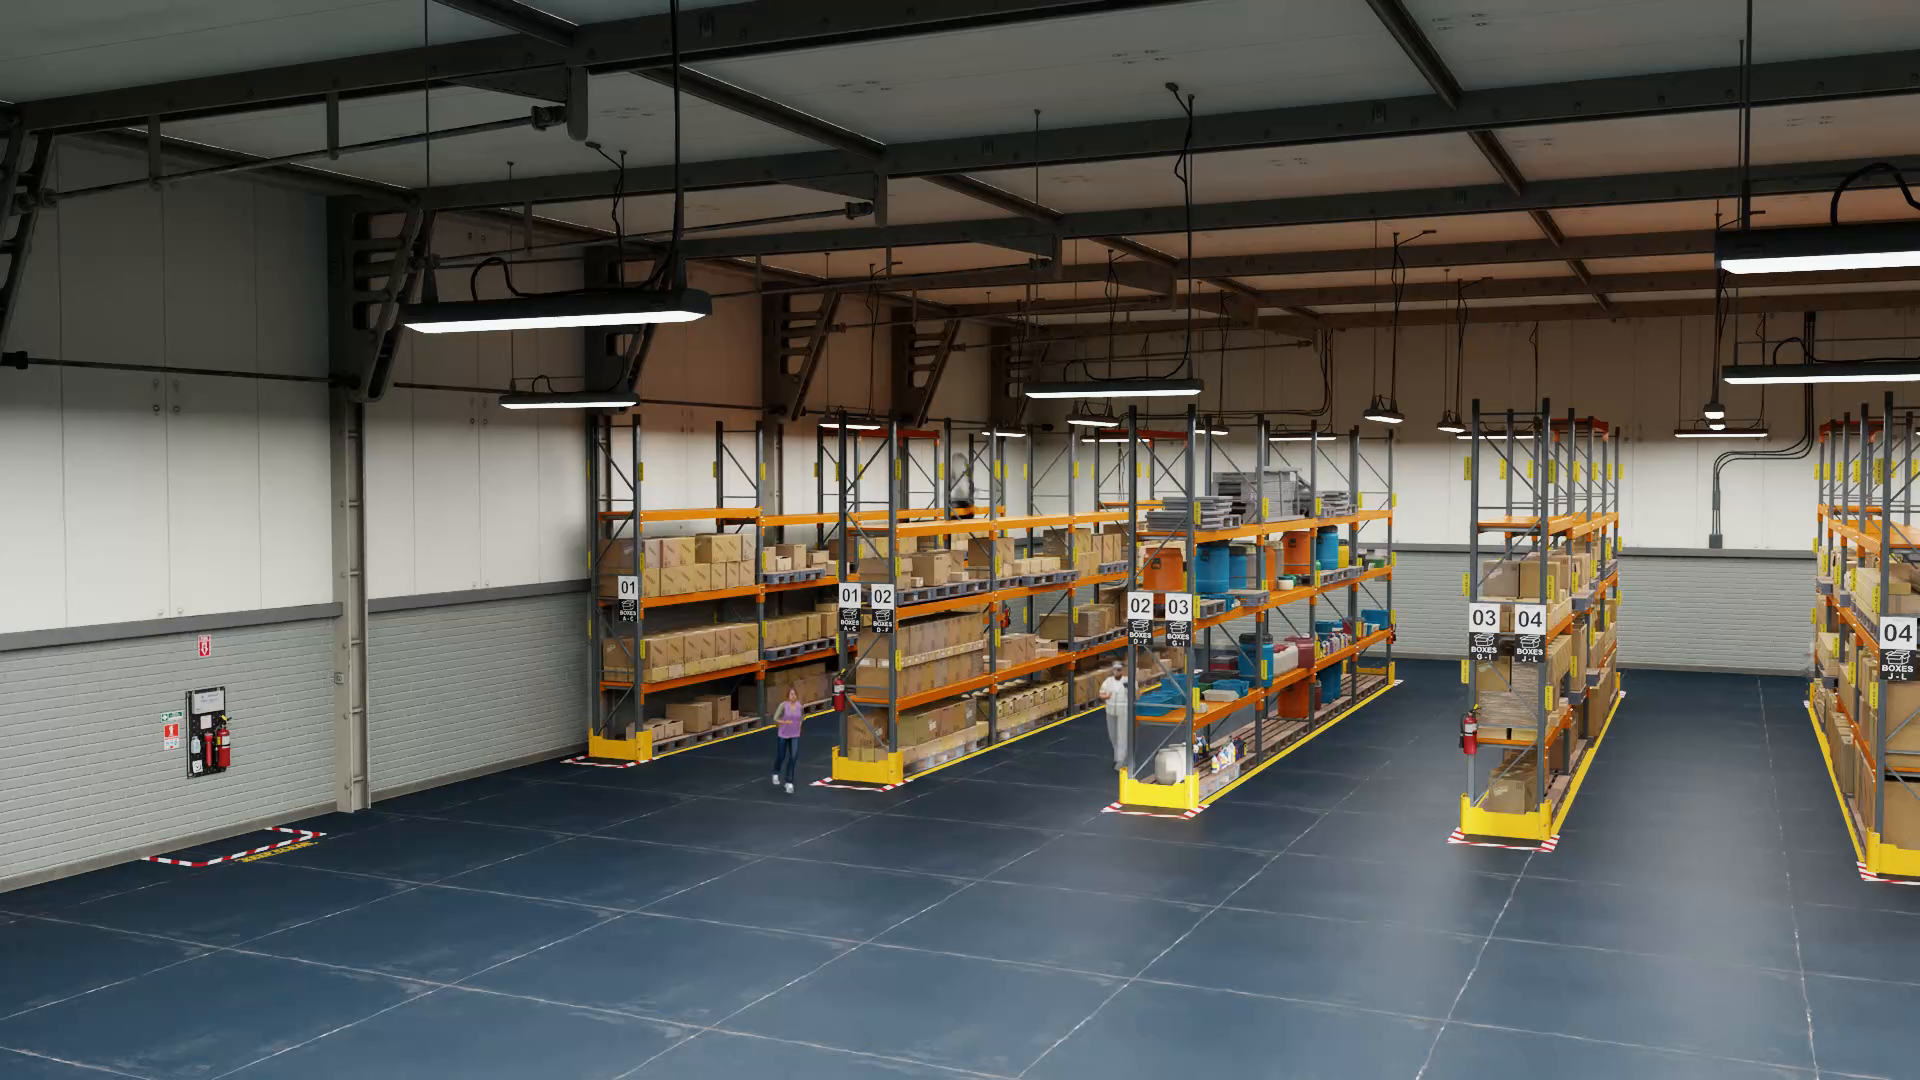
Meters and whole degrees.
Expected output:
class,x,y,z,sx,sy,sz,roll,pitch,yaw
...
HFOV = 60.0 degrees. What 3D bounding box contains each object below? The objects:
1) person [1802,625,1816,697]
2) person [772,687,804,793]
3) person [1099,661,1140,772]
class,x,y,z,sx,sy,sz,roll,pitch,yaw
person,18.835,2.652,36.609,0.581,1.719,0.802,2,3,39
person,-2.695,3.119,26.205,0.546,1.611,0.797,-1,3,-21
person,2.681,2.942,28.154,0.649,1.812,0.913,1,3,21
